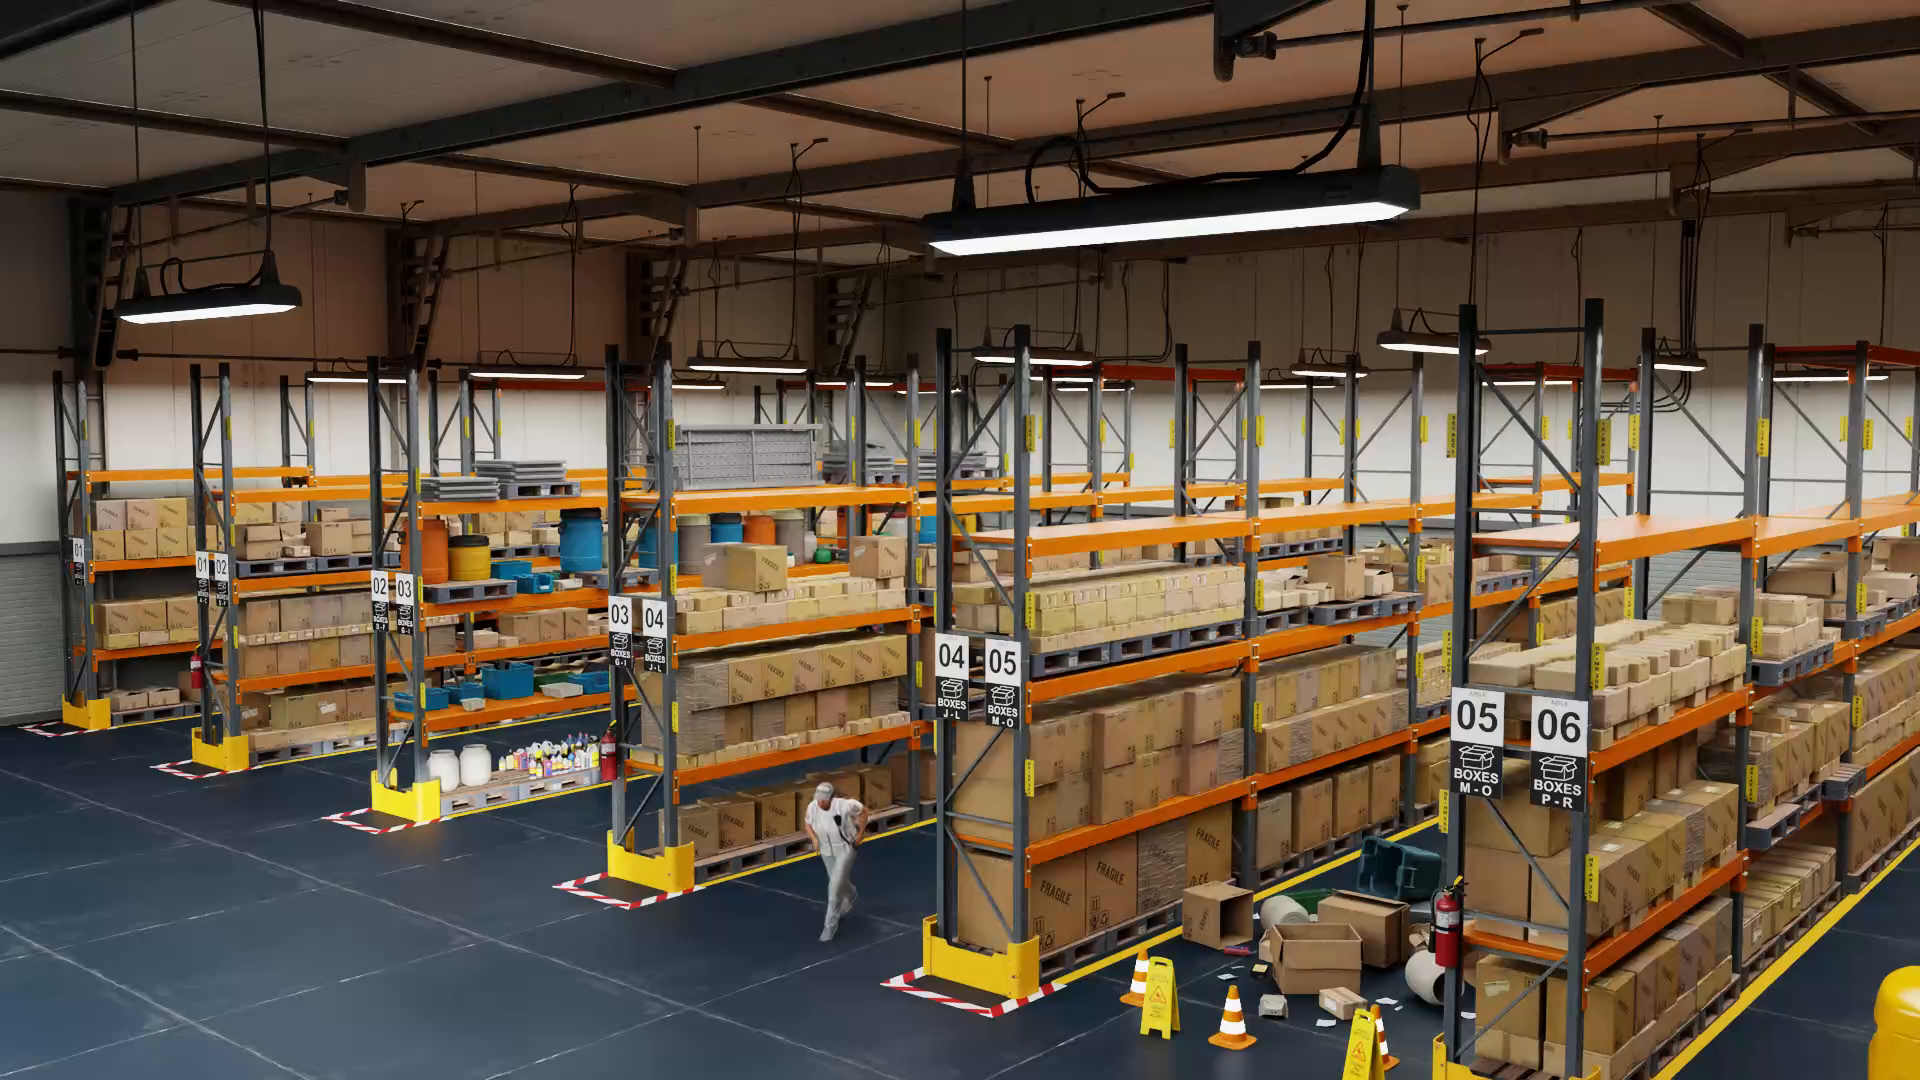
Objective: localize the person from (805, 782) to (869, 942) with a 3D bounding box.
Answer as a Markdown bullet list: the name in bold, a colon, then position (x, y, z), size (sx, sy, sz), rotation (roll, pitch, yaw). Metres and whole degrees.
- **person**: position (-1.222, 3.188, 16.843), size (0.648, 1.627, 1.026), rotation (1, 4, 16)
